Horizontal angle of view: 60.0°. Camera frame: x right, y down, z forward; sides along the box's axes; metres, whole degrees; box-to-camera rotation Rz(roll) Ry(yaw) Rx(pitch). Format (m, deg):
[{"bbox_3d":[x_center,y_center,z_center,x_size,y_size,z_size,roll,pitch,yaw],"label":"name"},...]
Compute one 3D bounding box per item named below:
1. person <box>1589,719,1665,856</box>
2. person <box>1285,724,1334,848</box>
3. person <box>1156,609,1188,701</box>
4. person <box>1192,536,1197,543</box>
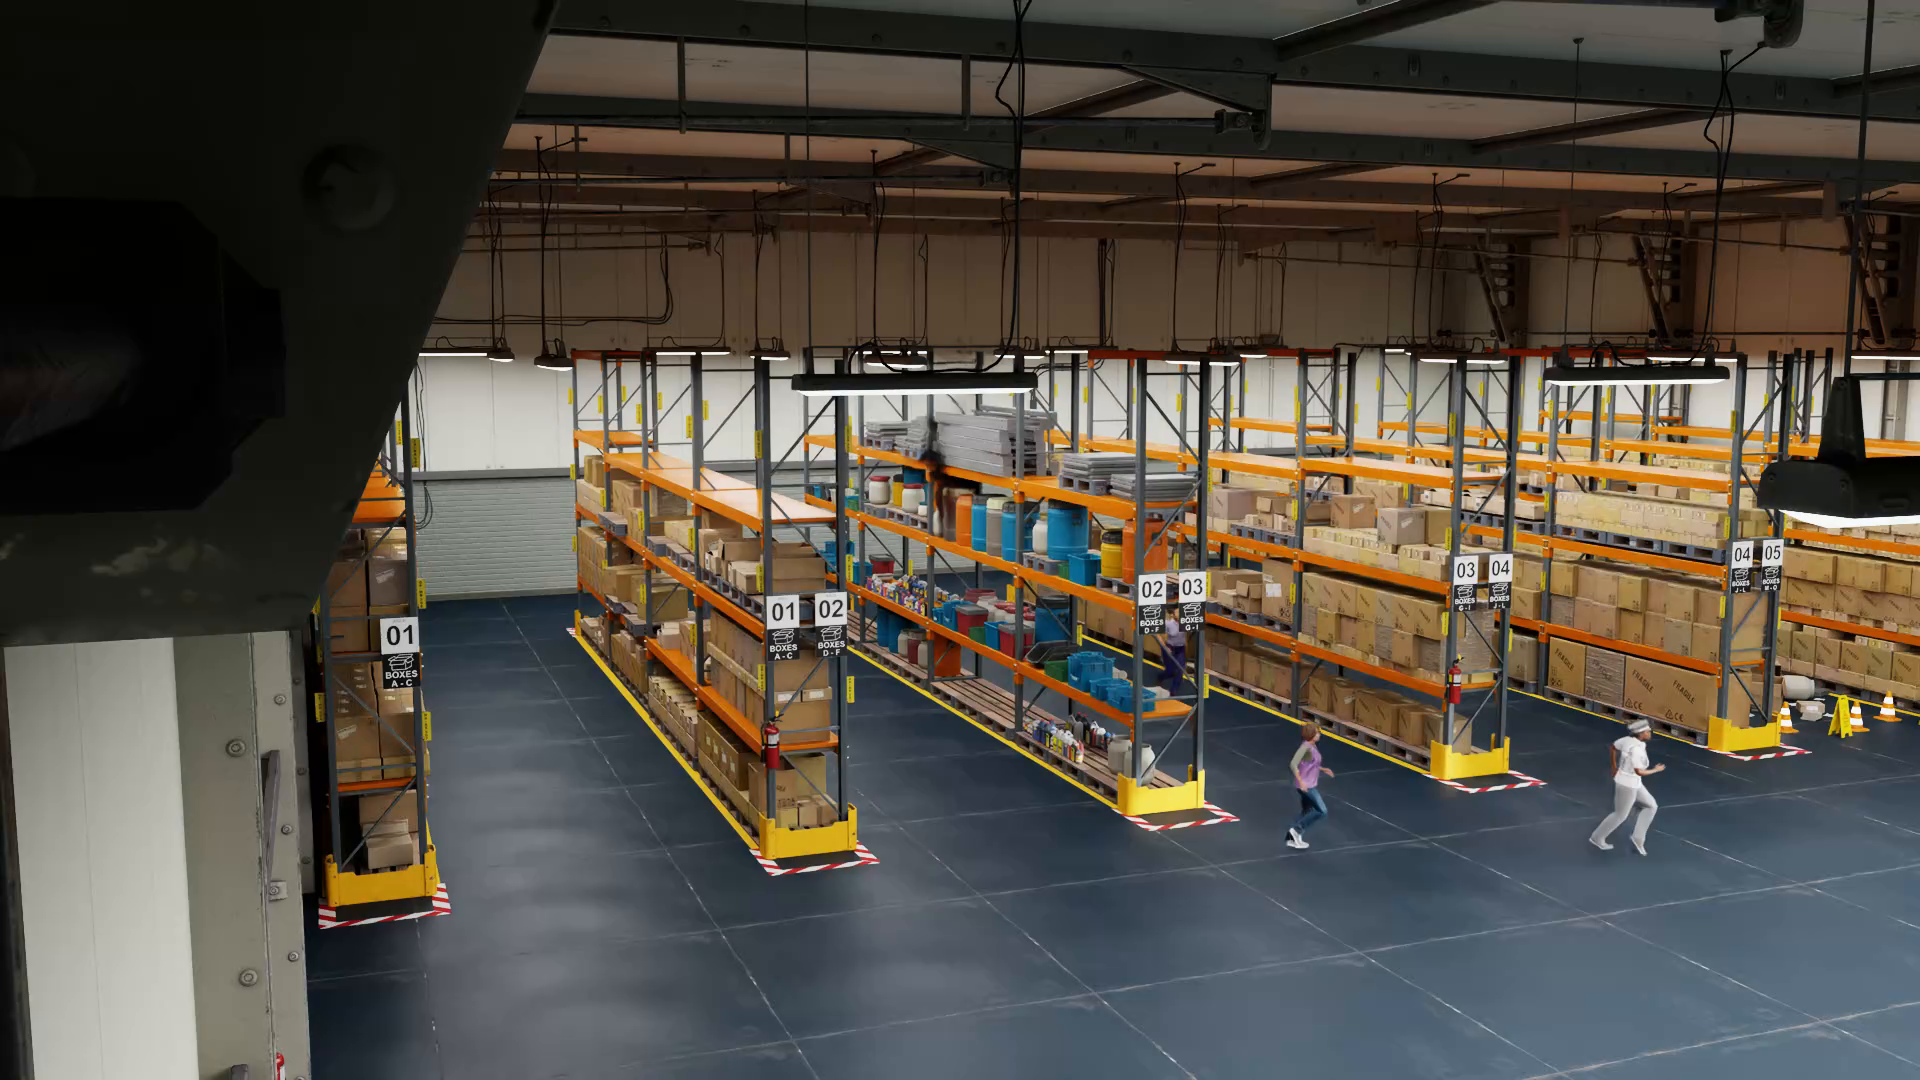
[{"bbox_3d":[8.109,3.001,20.200,0.820,1.705,0.600,2,7,17],"label":"person"},{"bbox_3d":[4.296,3.023,20.403,0.565,1.568,0.543,2,7,14],"label":"person"},{"bbox_3d":[3.707,1.951,28.995,0.626,1.619,0.638,-4,8,-28],"label":"person"},{"bbox_3d":[6.028,0.393,41.602,0.571,1.582,0.718,0,7,2],"label":"person"}]
